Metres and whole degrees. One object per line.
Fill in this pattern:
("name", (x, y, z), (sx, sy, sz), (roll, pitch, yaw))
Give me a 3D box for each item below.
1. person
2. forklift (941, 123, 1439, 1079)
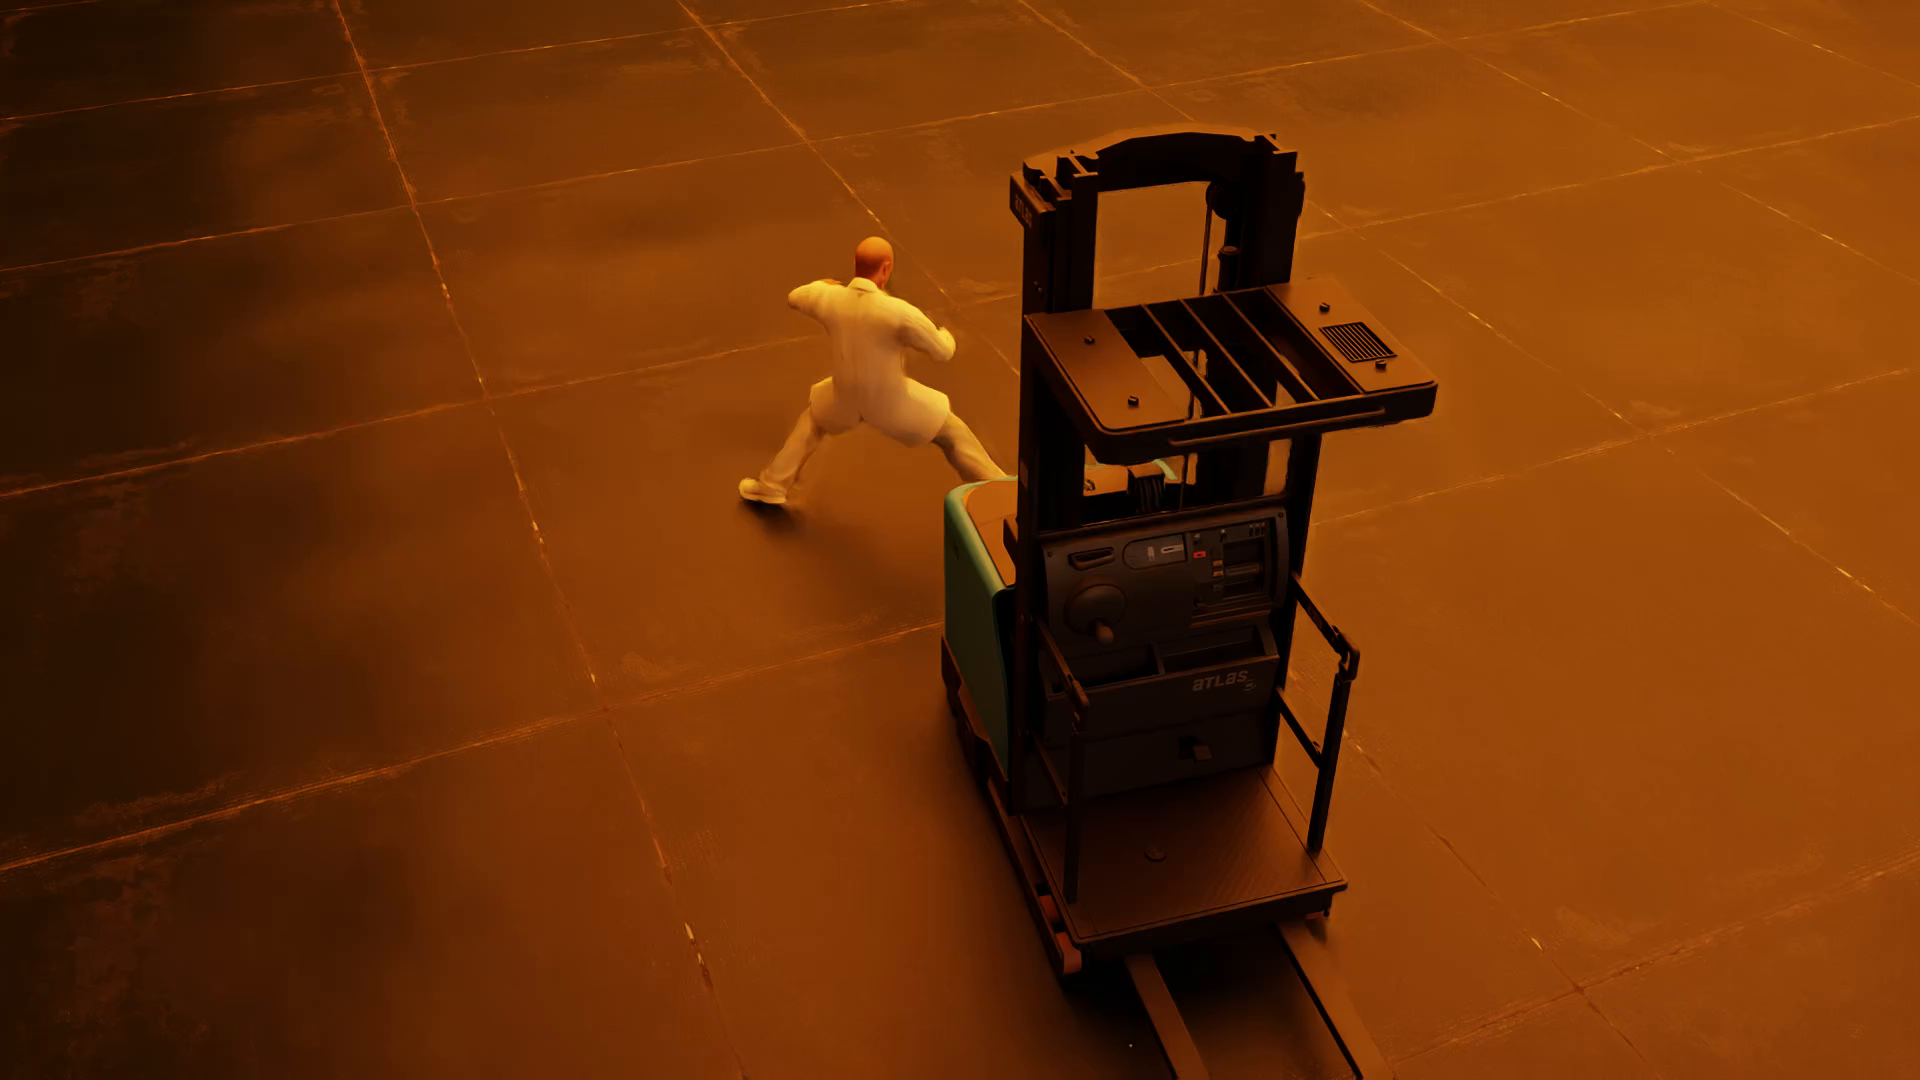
("person", (-0.441, -0.867, 8.506), (1.364, 1.553, 0.888), (15, 38, 20))
("forklift", (0.807, 0.197, 5.821), (1.130, 2.935, 3.031), (-9, 36, -13))
